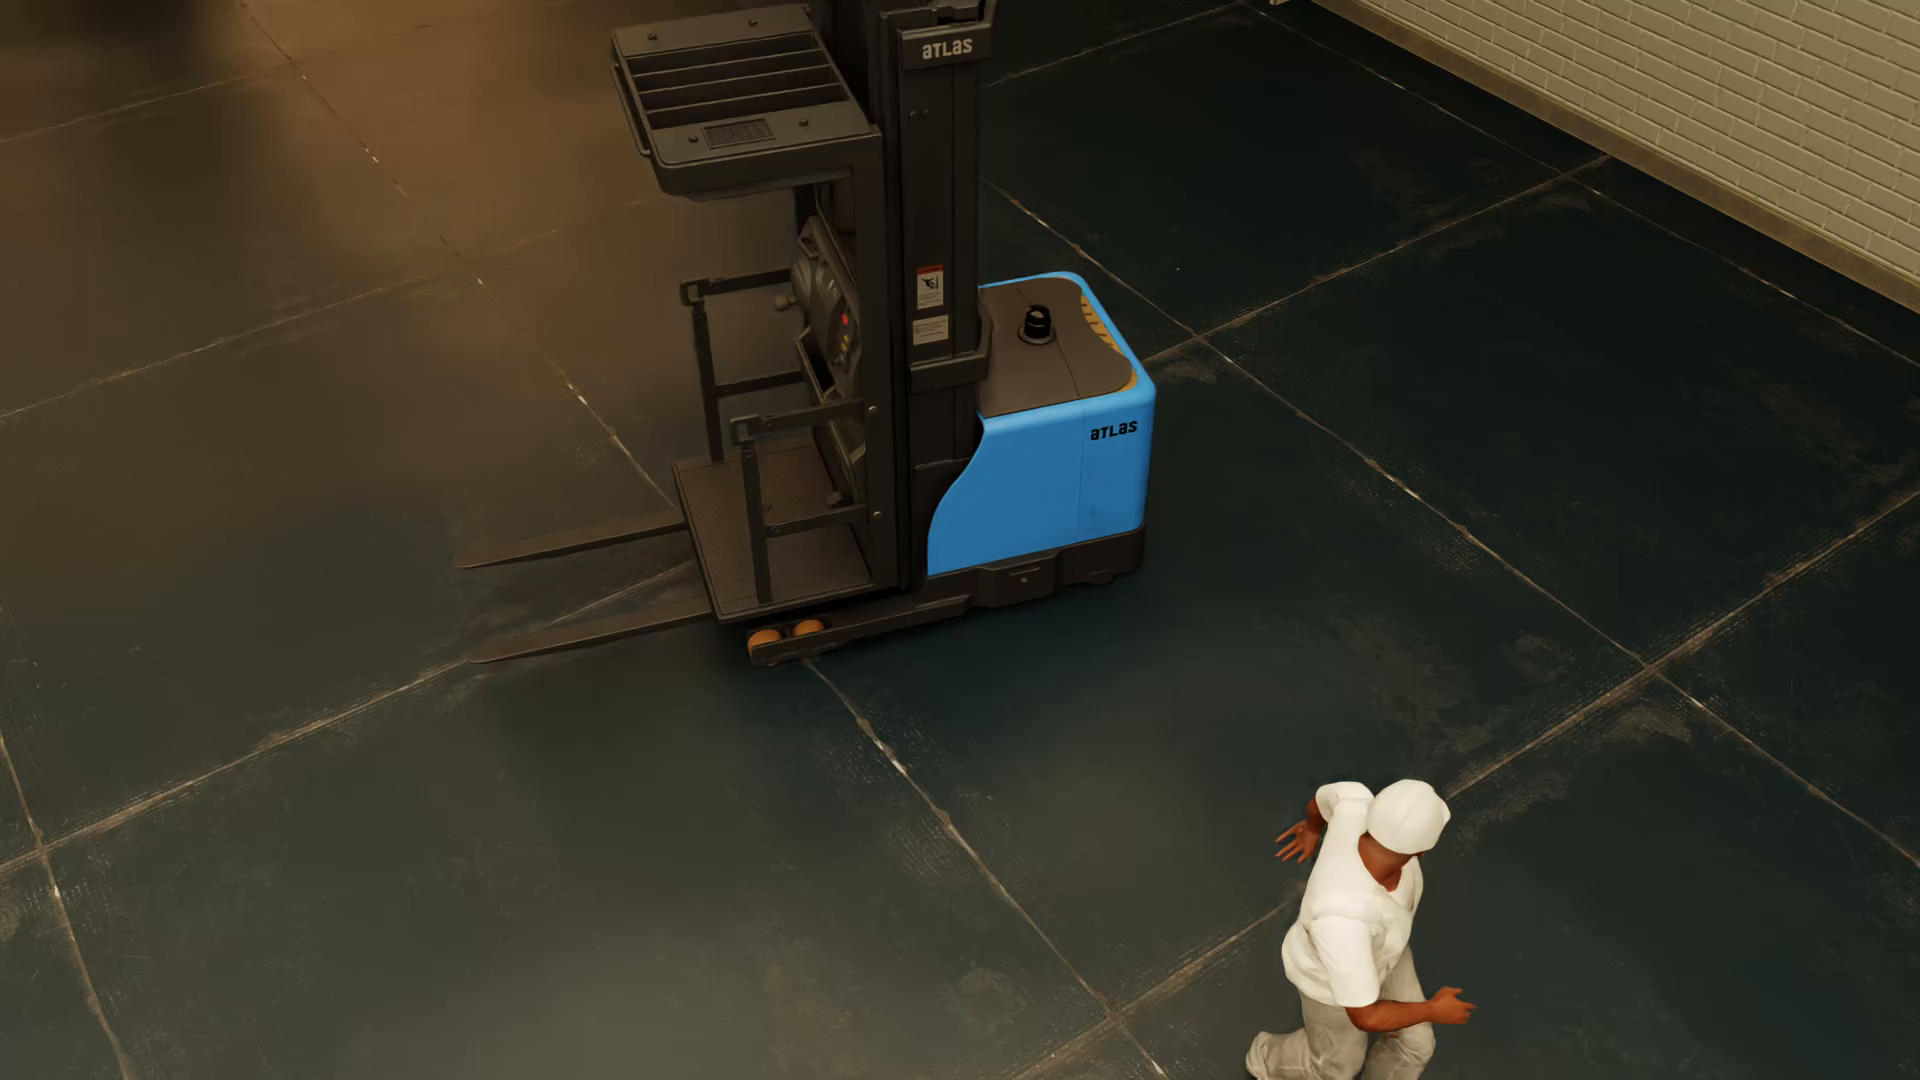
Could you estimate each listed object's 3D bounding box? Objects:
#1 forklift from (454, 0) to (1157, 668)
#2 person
[{"bbox_3d":[-0.727,-0.928,6.722,3.031,2.935,1.130,-12,44,-13],"label":"forklift"},{"bbox_3d":[1.209,1.337,5.216,0.866,1.760,0.628,32,51,30],"label":"person"}]
